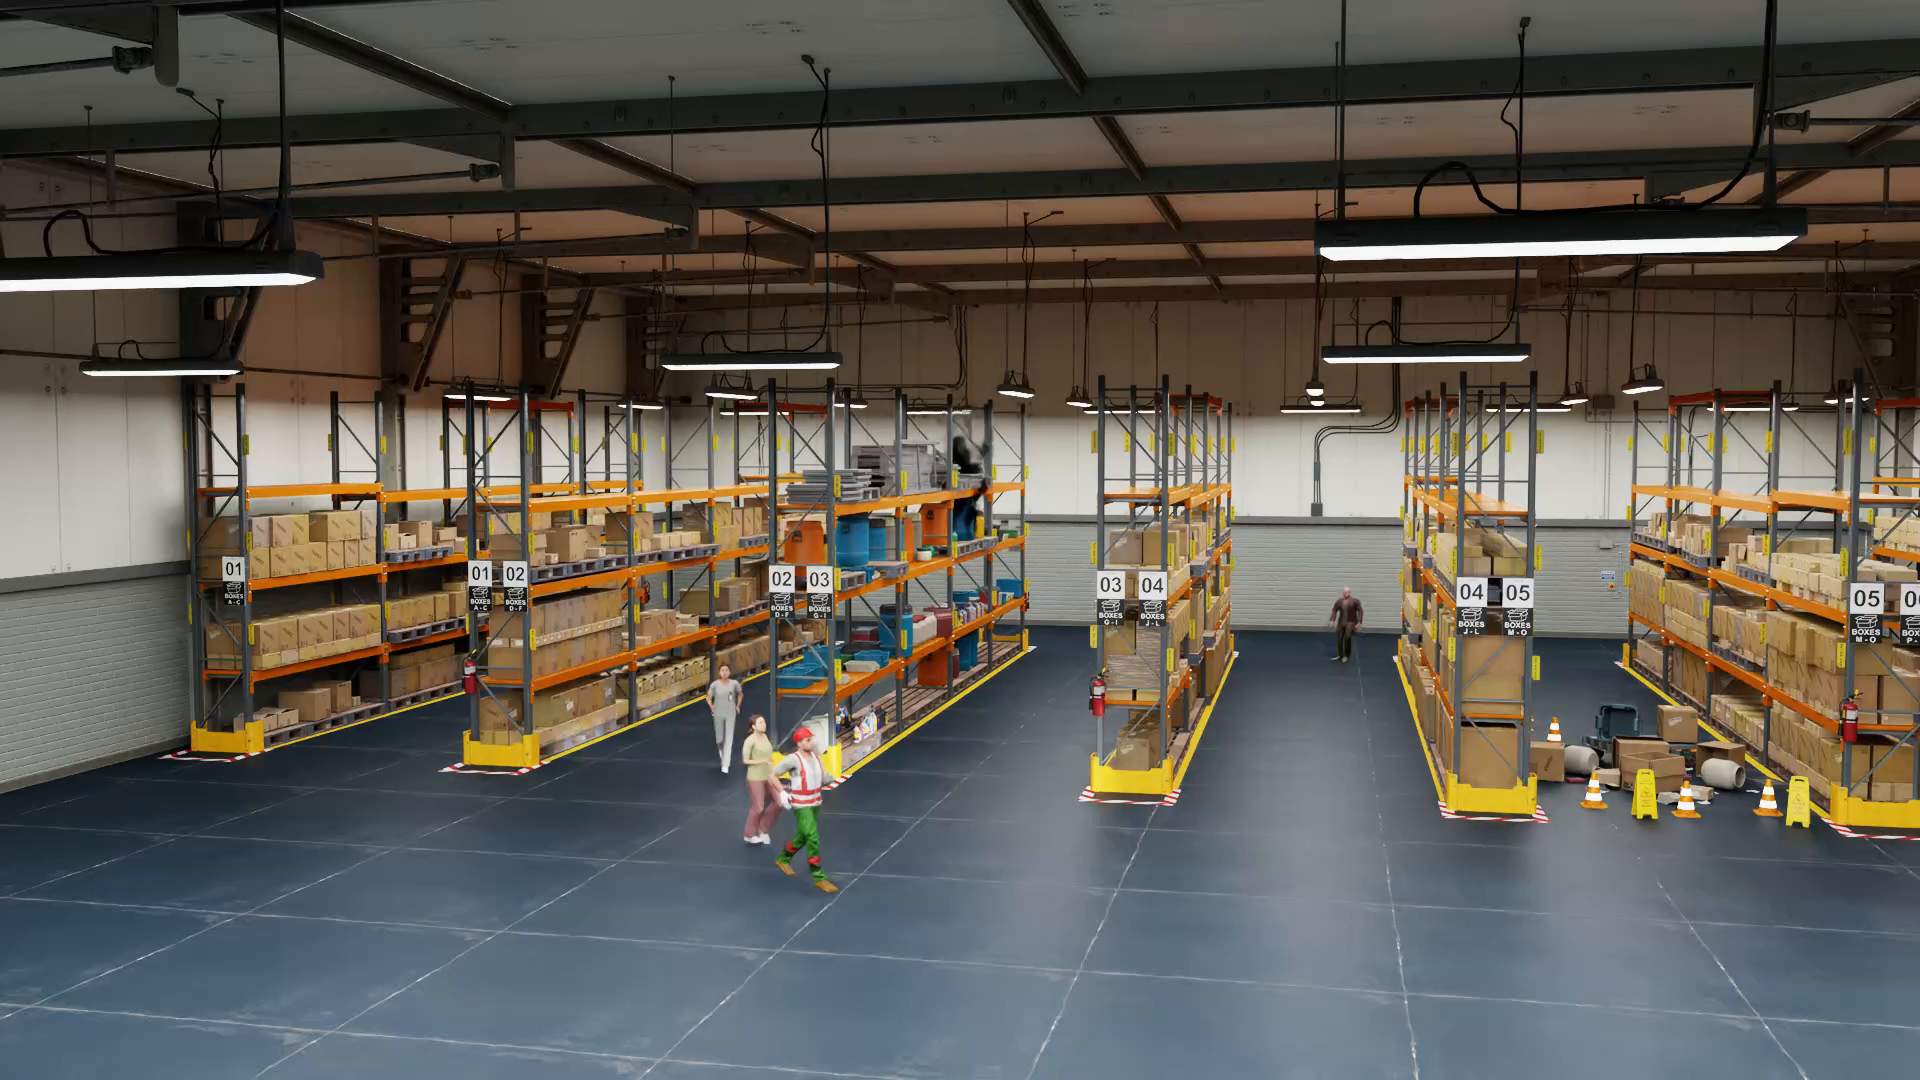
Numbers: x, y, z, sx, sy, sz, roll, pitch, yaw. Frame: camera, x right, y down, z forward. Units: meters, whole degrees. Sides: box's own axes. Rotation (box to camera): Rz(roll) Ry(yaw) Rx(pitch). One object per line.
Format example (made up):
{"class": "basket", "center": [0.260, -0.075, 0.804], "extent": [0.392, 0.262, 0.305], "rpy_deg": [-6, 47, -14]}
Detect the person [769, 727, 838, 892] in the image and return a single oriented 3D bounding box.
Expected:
{"class": "person", "center": [-1.740, 3.002, 18.740], "extent": [0.979, 1.785, 0.658], "rpy_deg": [2, 4, 32]}

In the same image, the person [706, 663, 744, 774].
{"class": "person", "center": [-3.624, 2.720, 25.661], "extent": [0.568, 1.653, 0.843], "rpy_deg": [0, 3, -8]}

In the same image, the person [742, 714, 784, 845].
{"class": "person", "center": [-2.458, 2.987, 20.709], "extent": [0.595, 1.656, 0.562], "rpy_deg": [2, 4, 37]}

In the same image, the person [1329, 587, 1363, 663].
{"class": "person", "center": [8.911, 1.955, 38.344], "extent": [0.711, 1.747, 0.671], "rpy_deg": [2, 4, 34]}
